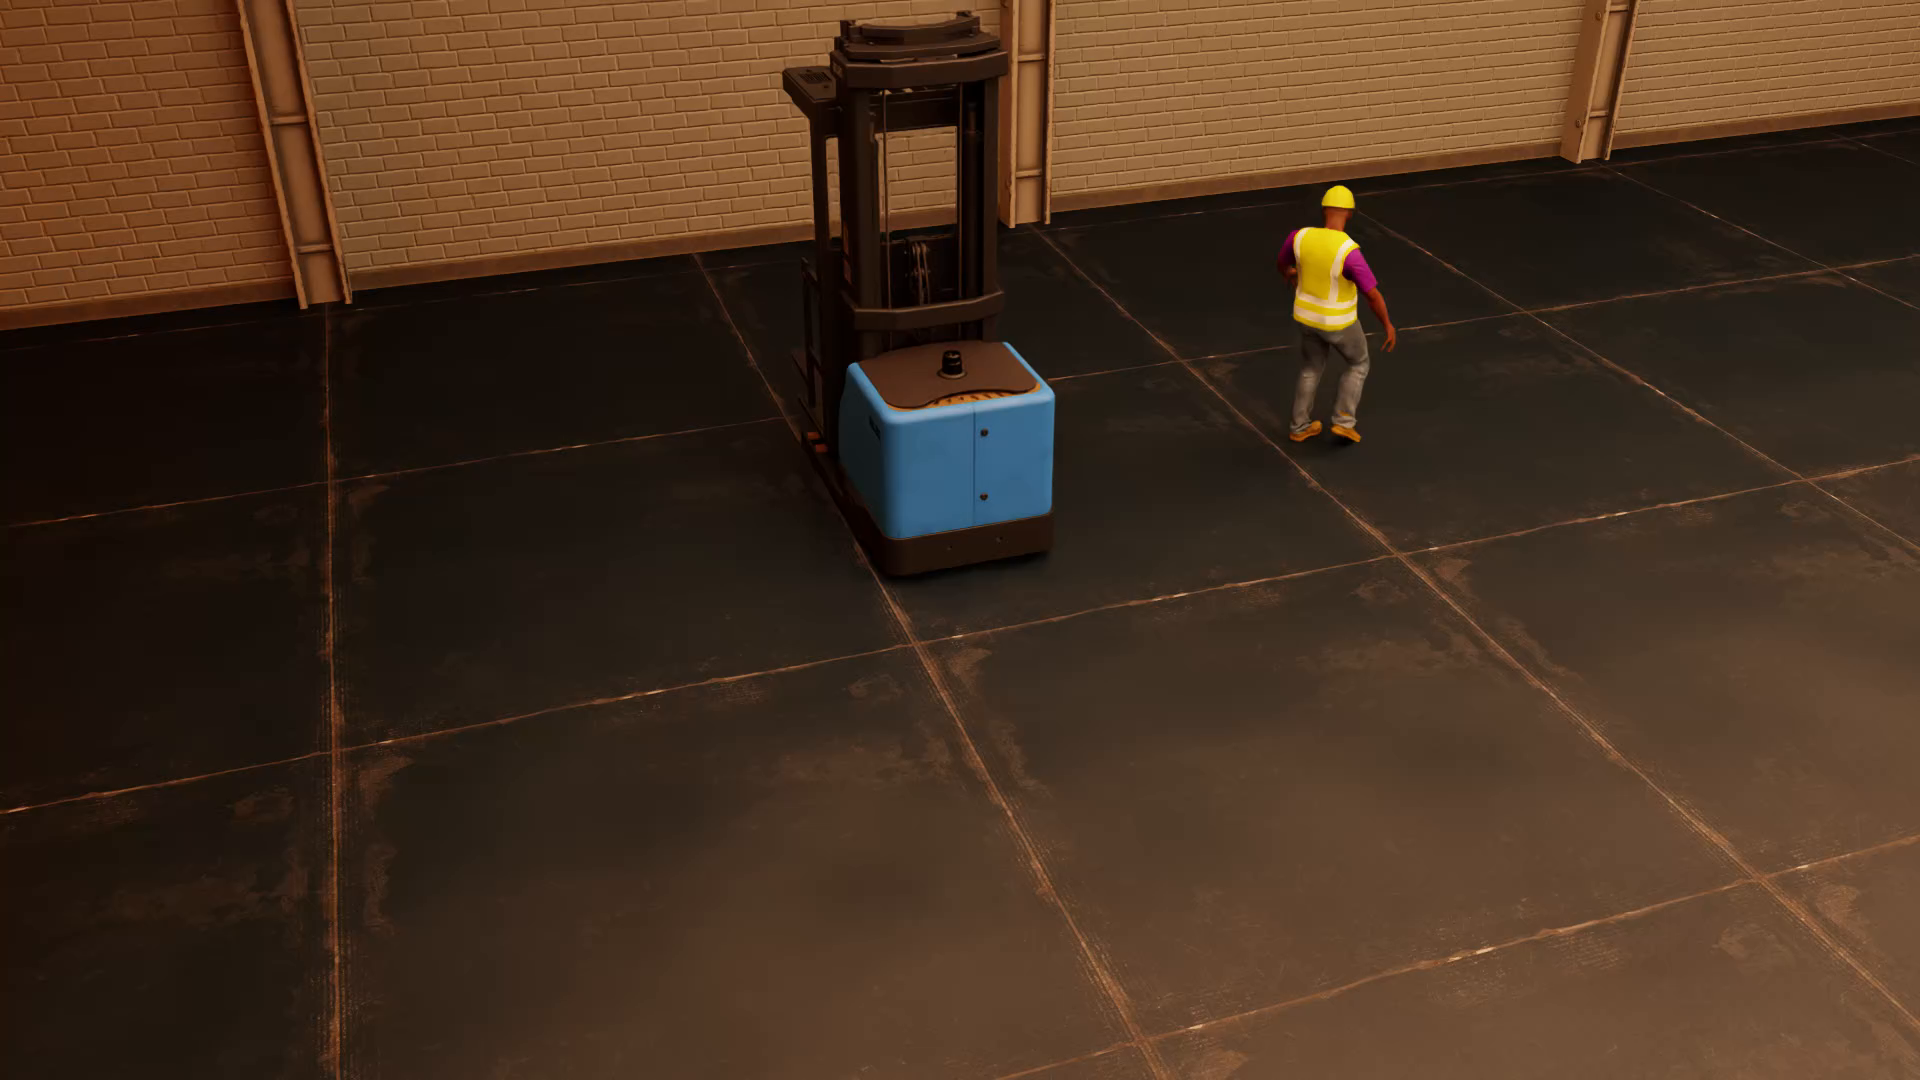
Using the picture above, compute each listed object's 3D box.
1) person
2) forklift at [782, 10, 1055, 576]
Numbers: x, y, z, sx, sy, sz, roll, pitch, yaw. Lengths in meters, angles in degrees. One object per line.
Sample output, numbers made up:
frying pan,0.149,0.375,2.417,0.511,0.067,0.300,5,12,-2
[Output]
person,2.406,-1.490,10.807,0.497,1.681,0.966,-23,37,-35
forklift,-0.407,-1.786,10.192,1.130,2.935,3.031,-10,31,-16
